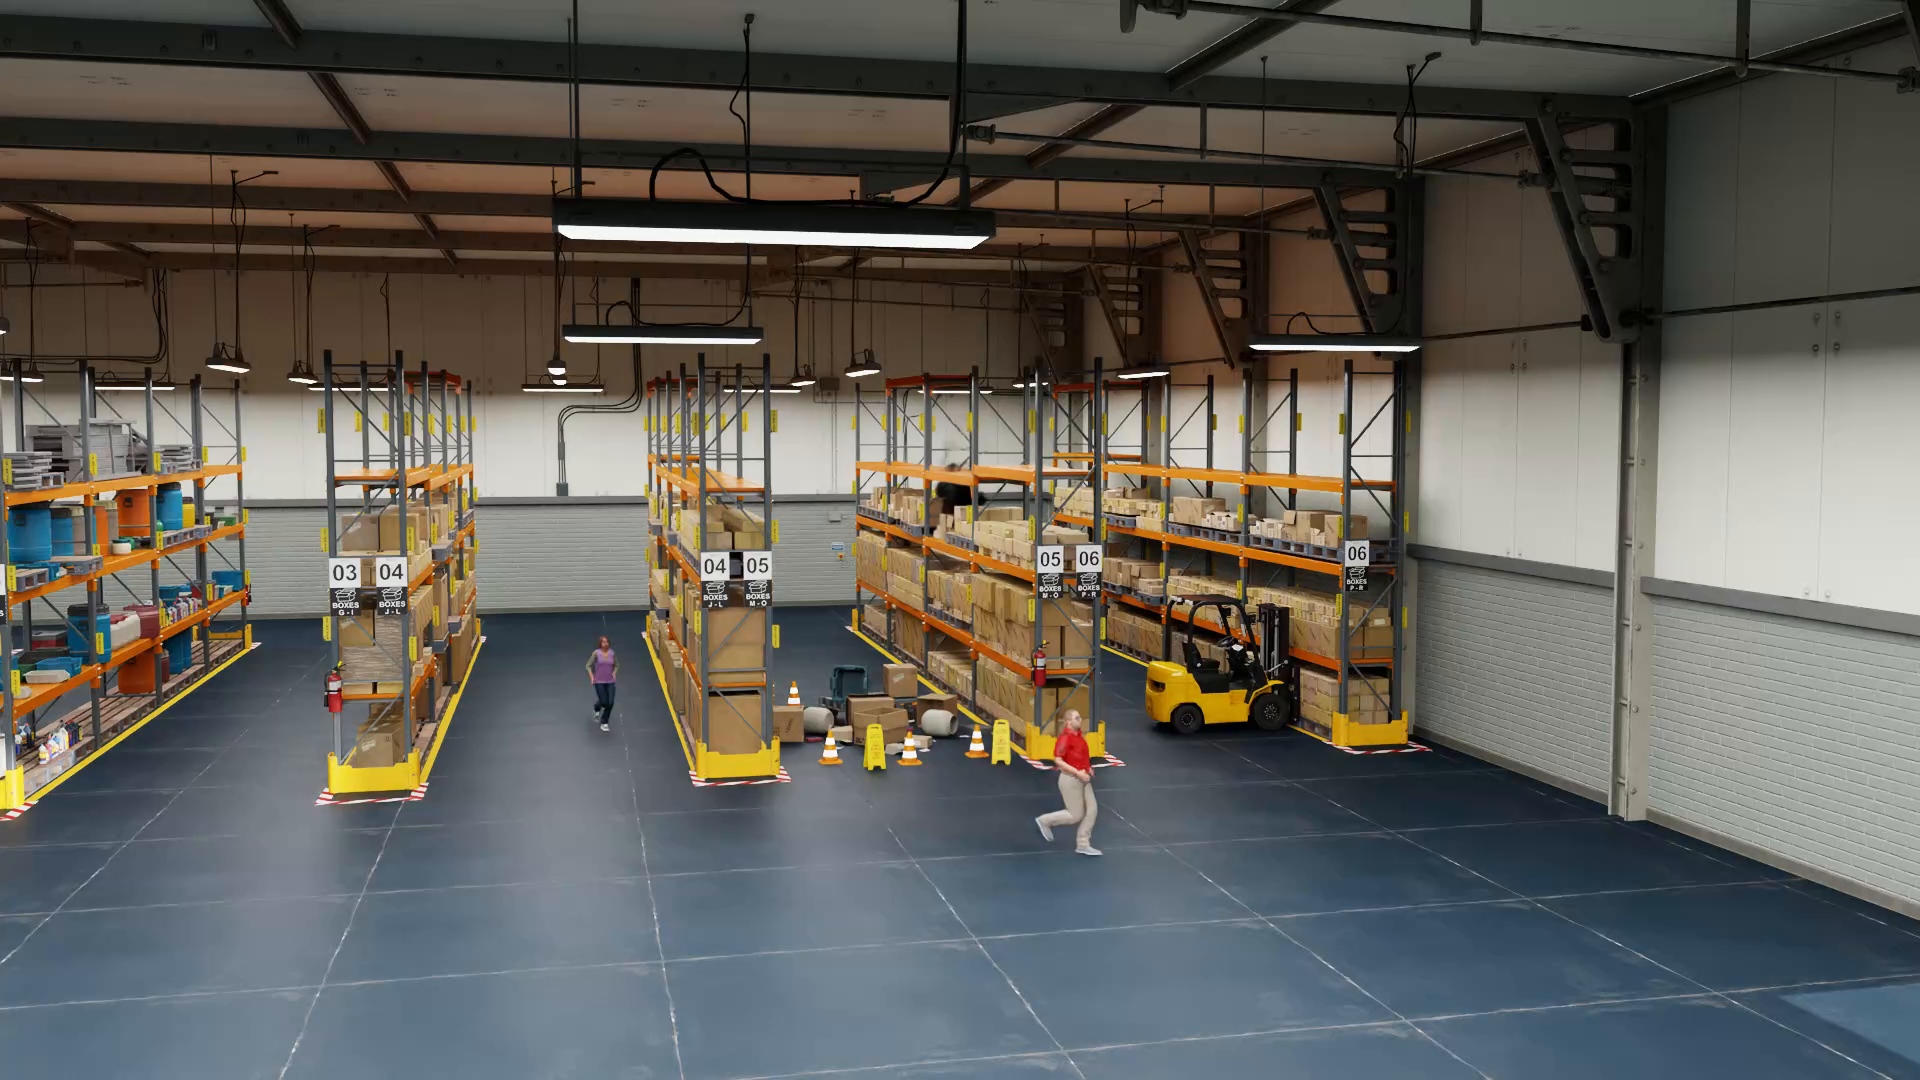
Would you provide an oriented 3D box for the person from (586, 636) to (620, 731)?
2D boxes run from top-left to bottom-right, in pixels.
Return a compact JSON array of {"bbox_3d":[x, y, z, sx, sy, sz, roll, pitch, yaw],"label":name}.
[{"bbox_3d":[-5.815,2.340,27.199,0.536,1.555,0.544,-2,4,-28],"label":"person"}]

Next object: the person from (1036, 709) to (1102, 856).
[{"bbox_3d":[1.299,2.813,19.378,0.784,1.696,0.662,2,4,25],"label":"person"}]
